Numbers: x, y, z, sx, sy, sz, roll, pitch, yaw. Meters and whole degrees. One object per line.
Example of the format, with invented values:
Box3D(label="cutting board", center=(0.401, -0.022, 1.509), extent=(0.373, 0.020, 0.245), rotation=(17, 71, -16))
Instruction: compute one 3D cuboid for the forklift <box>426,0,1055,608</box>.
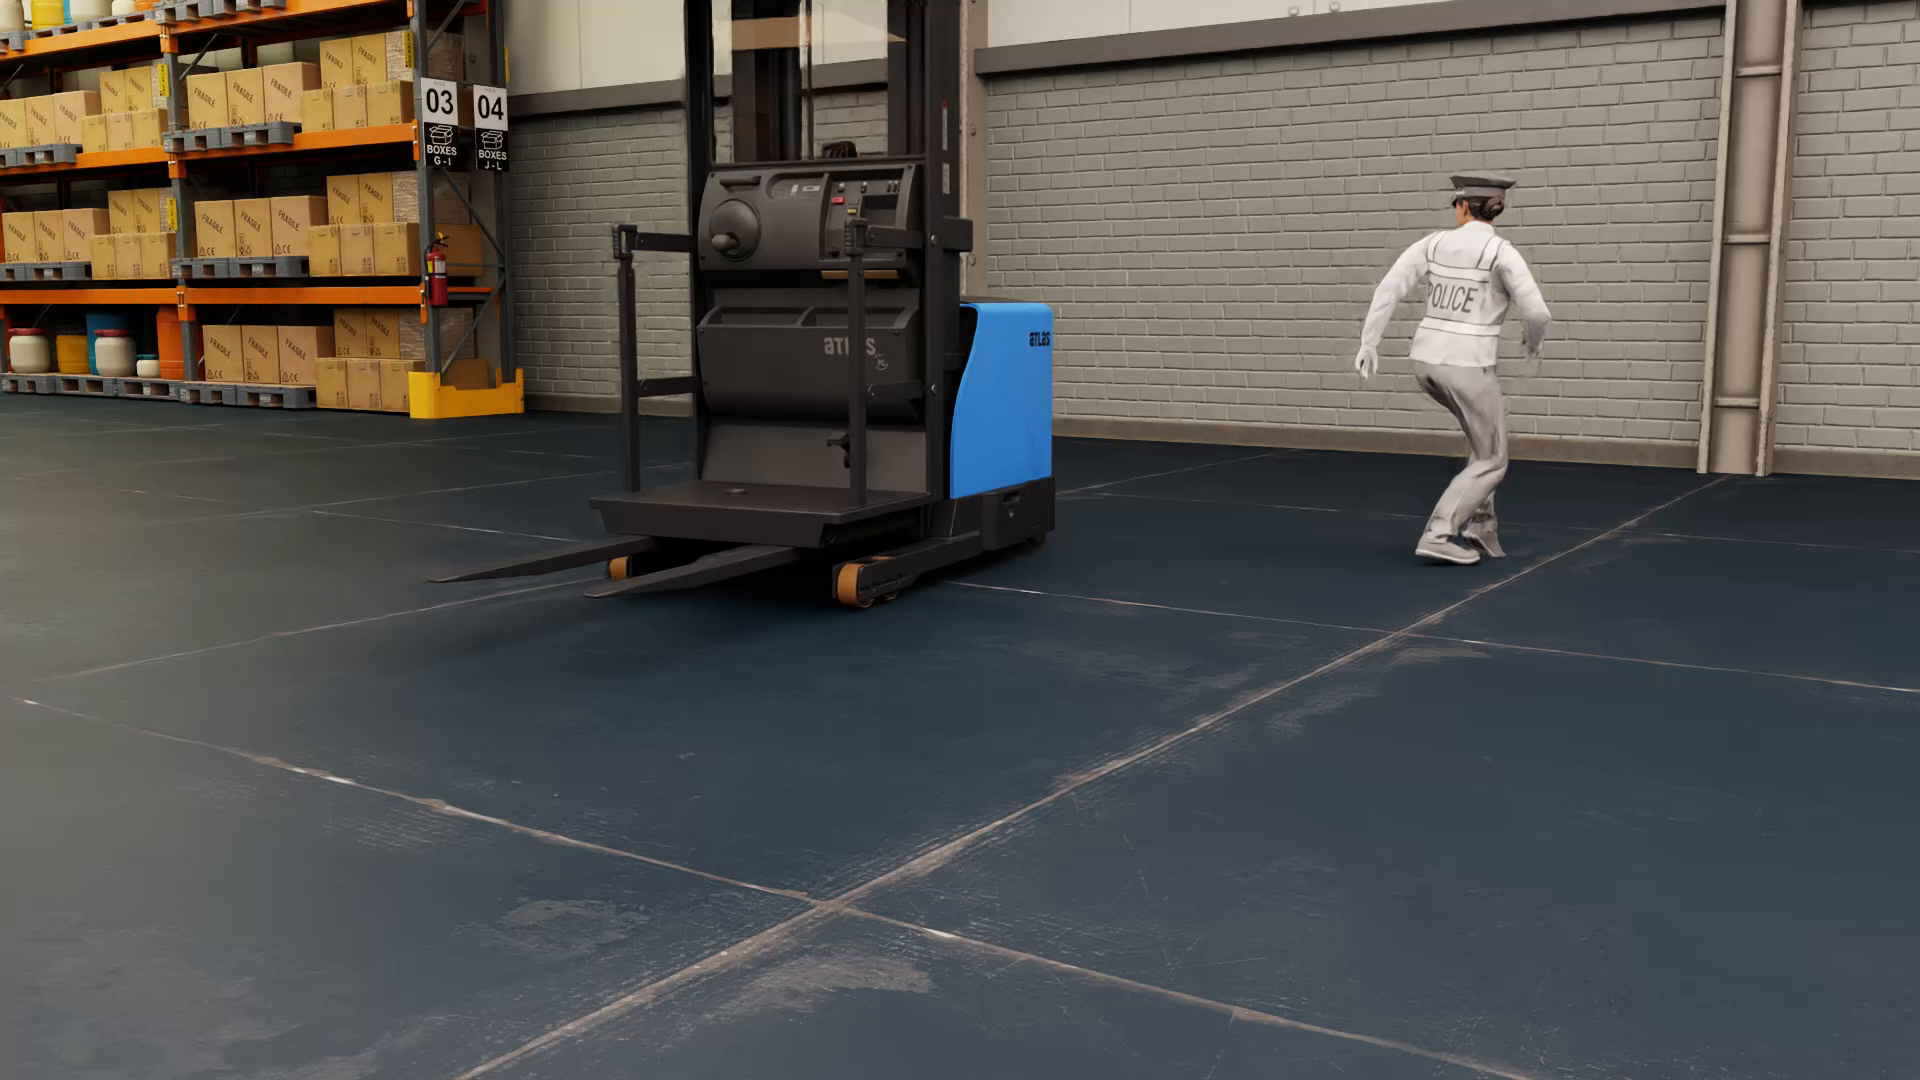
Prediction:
Box3D(label="forklift", center=(-0.685, -1.278, 6.177), extent=(1.130, 2.935, 3.031), rotation=(4, 9, 26))

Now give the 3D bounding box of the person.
Box3D(label="person", center=(2.076, -0.674, 6.870), extent=(0.734, 1.666, 0.577), rotation=(-3, 9, -20))
